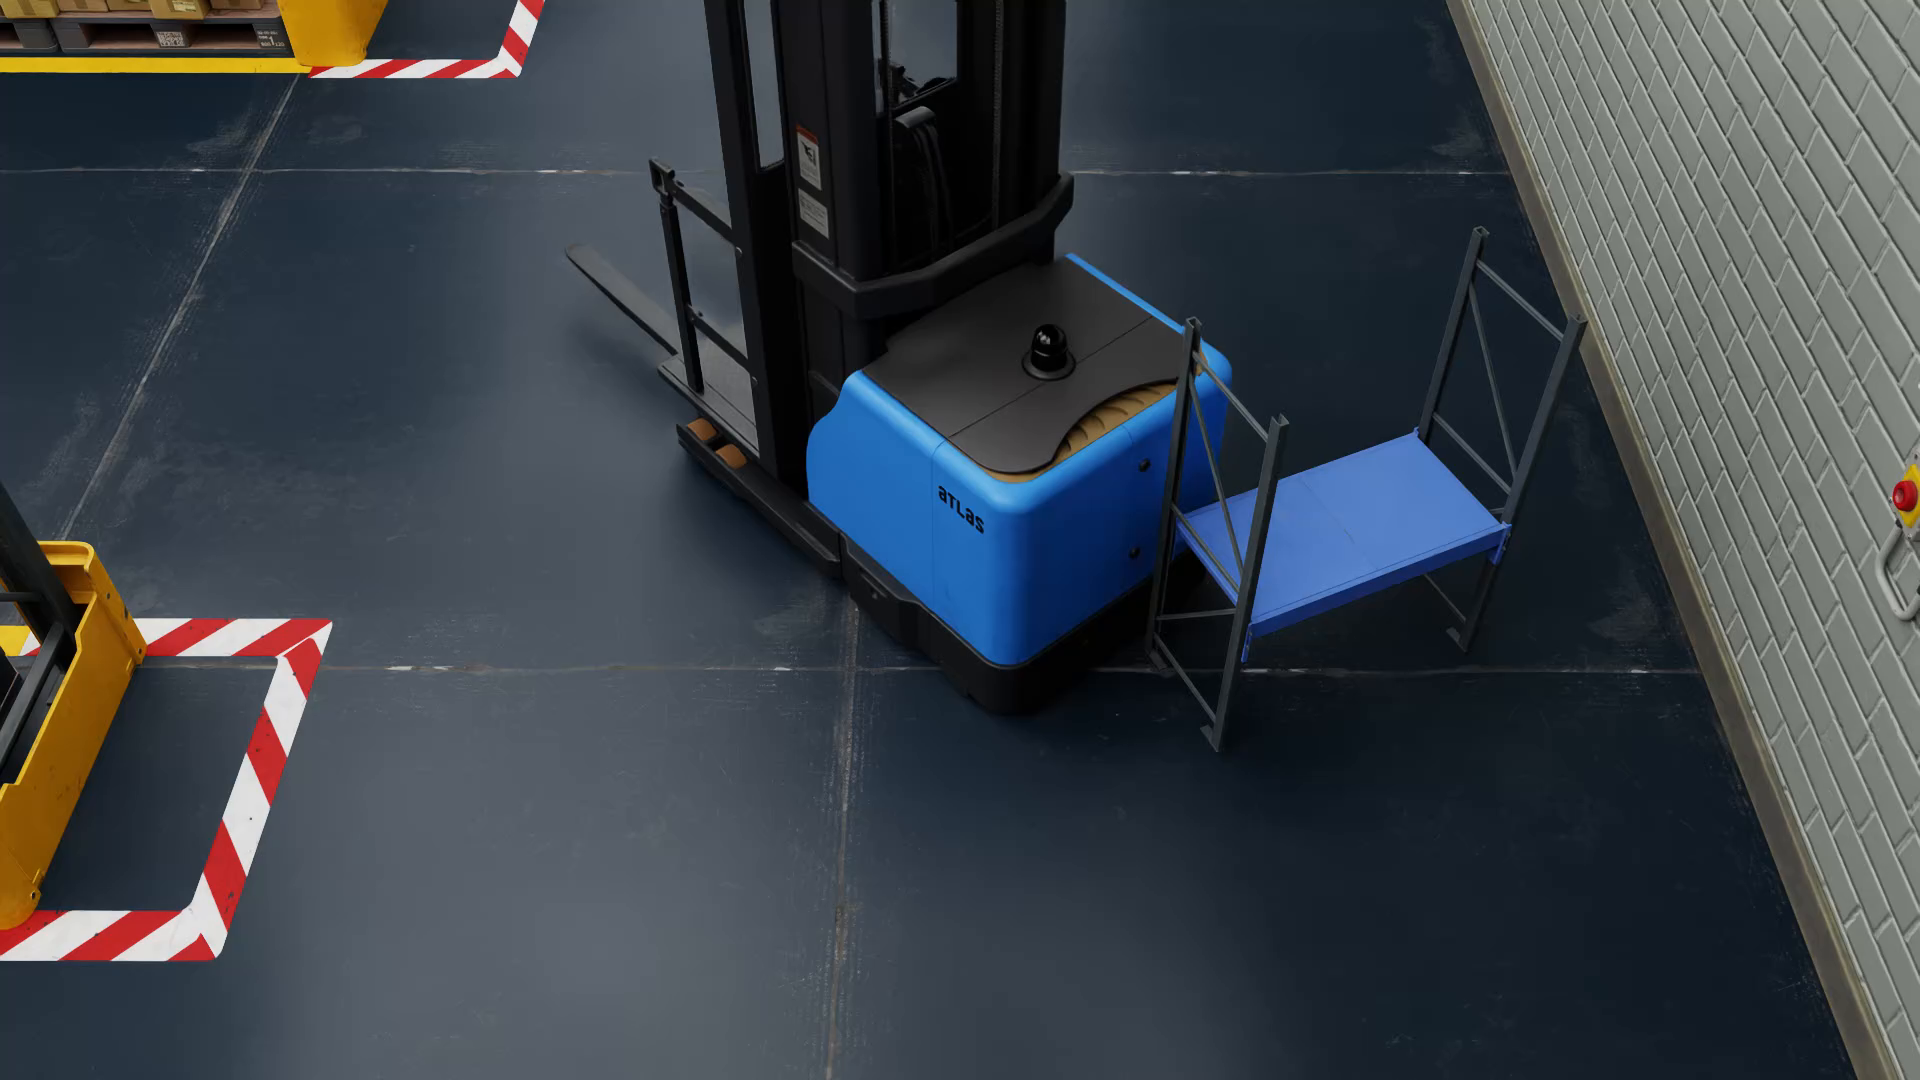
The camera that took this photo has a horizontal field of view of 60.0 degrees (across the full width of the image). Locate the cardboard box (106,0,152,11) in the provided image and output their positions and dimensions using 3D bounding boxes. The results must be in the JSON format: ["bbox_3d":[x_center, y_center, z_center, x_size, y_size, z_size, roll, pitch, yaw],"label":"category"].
[{"bbox_3d":[-4.207,-2.882,8.544,0.250,0.149,0.380,0,47,0],"label":"cardboard box"}]

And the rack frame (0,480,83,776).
[{"bbox_3d":[-3.075,-0.248,4.431,0.127,3.000,1.000,0,47,0],"label":"rack frame"}]

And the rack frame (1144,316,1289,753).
[{"bbox_3d":[0.771,0.035,5.193,0.032,1.500,0.500,-19,50,-17],"label":"rack frame"}]

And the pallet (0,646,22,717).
[{"bbox_3d":[-3.875,0.758,5.401,1.213,0.211,1.003,0,47,0],"label":"pallet"}]

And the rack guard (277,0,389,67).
[{"bbox_3d":[-3.234,-3.020,8.719,0.348,0.500,1.175,0,47,0],"label":"rack guard"}]

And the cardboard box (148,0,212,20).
[{"bbox_3d":[-3.943,-2.818,8.485,0.250,0.149,0.380,1,47,1],"label":"cardboard box"}]

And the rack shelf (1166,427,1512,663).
[{"bbox_3d":[1.231,-0.001,5.472,1.000,0.185,0.538,-19,50,-17],"label":"rack shelf"}]

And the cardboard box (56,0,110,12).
[{"bbox_3d":[-4.454,-2.873,8.536,0.250,0.149,0.380,1,47,1],"label":"cardboard box"}]

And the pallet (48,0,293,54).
[{"bbox_3d":[-4.046,-2.949,8.851,1.213,0.211,1.003,0,47,0],"label":"pallet"}]

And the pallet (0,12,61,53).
[{"bbox_3d":[-5.263,-2.955,8.856,1.213,0.211,1.003,0,47,0],"label":"pallet"}]

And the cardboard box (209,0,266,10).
[{"bbox_3d":[-3.685,-2.892,8.553,0.250,0.149,0.380,1,47,1],"label":"cardboard box"}]

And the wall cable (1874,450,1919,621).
[{"bbox_3d":[2.563,-0.606,4.049,0.123,1.953,0.585,0,47,0],"label":"wall cable"}]

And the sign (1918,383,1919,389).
[{"bbox_3d":[2.625,-0.376,4.367,0.001,0.218,0.327,0,47,0],"label":"sign"}]

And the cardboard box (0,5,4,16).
[{"bbox_3d":[-4.982,-2.843,8.508,0.250,0.149,0.380,1,47,1],"label":"cardboard box"}]

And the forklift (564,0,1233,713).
[{"bbox_3d":[-0.451,-1.421,5.570,1.130,2.935,3.031,-32,55,-27],"label":"forklift"}]

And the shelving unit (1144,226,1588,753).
[{"bbox_3d":[1.231,-0.123,5.340,1.048,1.500,0.538,-19,50,-17],"label":"shelving unit"}]

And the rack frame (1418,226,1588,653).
[{"bbox_3d":[1.691,-0.282,5.488,0.032,1.500,0.500,-19,50,-17],"label":"rack frame"}]

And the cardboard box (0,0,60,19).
[{"bbox_3d":[-4.709,-2.828,8.494,0.250,0.149,0.380,-2,47,-2],"label":"cardboard box"}]

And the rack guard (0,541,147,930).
[{"bbox_3d":[-3.051,0.604,5.346,0.348,0.500,1.175,0,47,0],"label":"rack guard"}]
